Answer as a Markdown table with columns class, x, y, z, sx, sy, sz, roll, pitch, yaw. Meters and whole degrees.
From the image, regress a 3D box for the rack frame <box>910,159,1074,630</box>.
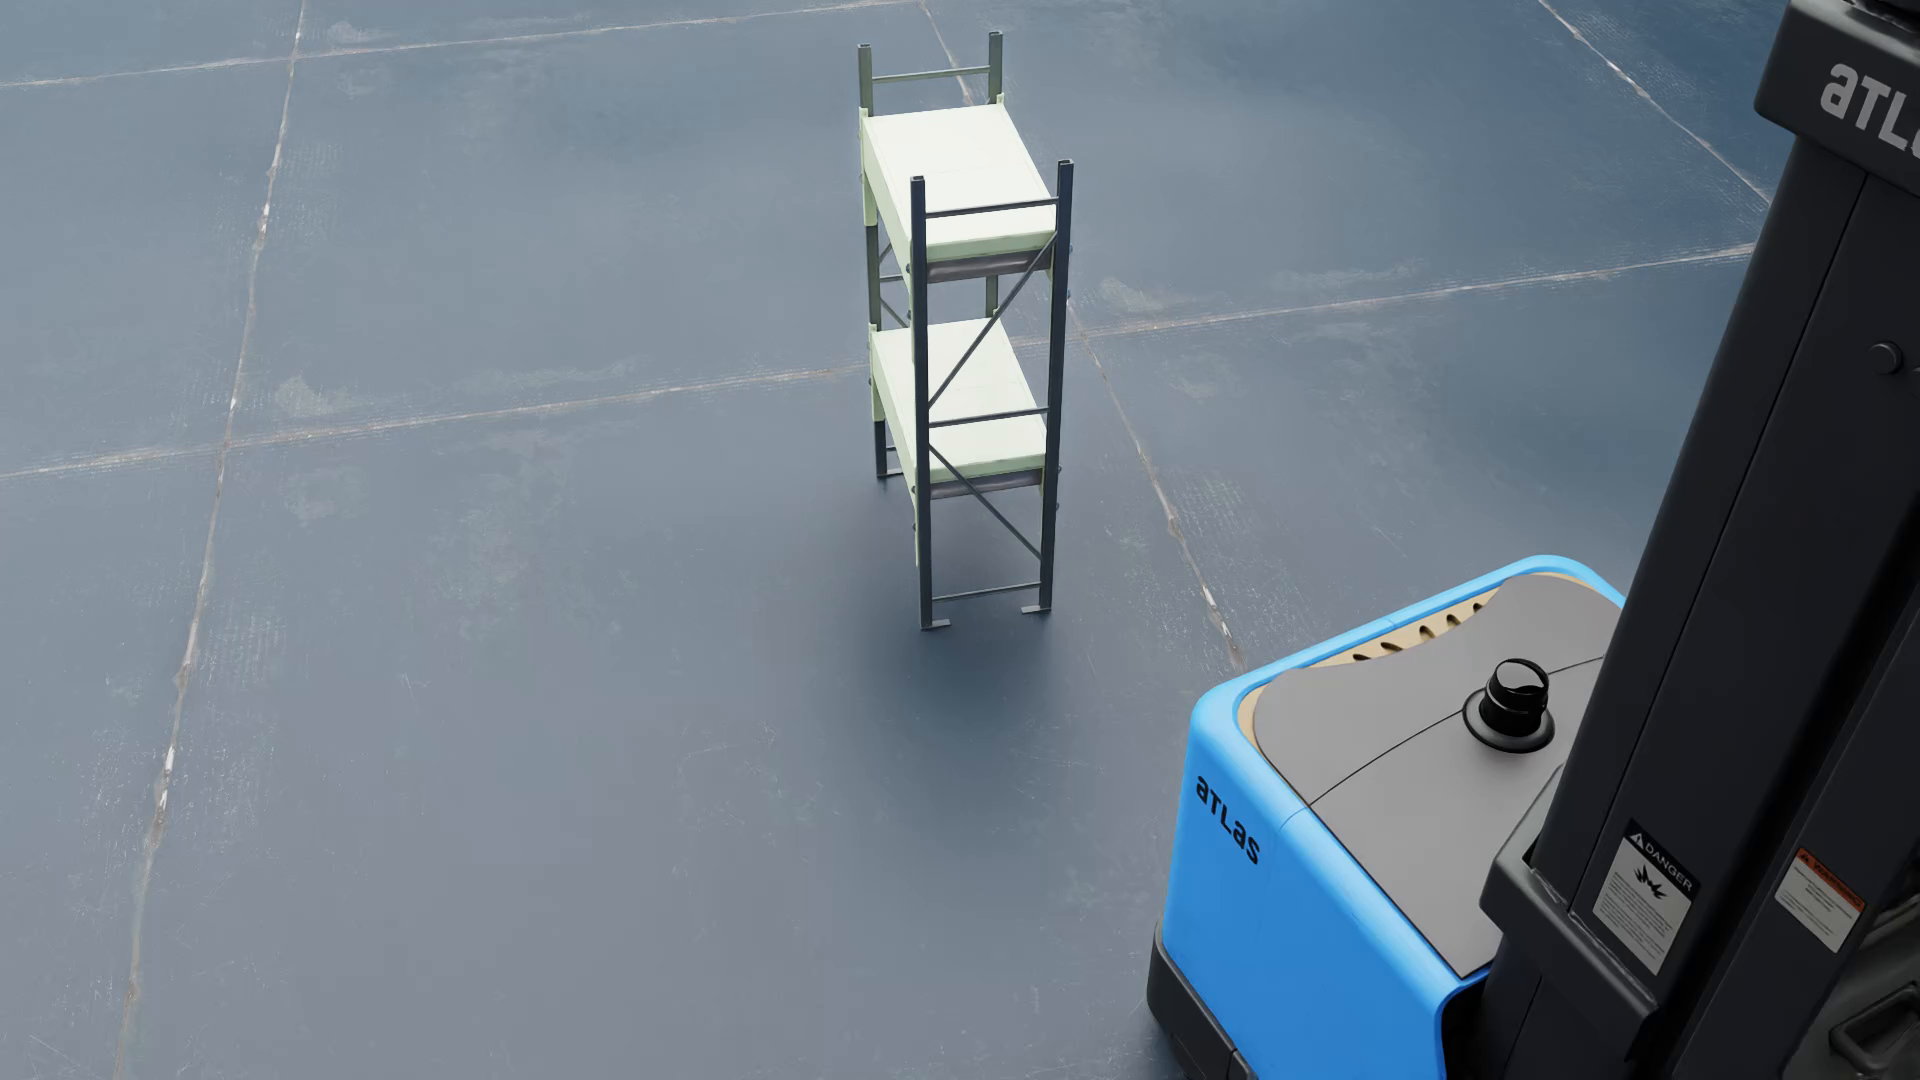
| class | x | y | z | sx | sy | sz | roll | pitch | yaw |
| --- | --- | --- | --- | --- | --- | --- | --- | --- | --- |
| rack frame | 0.078 | -0.328 | 4.490 | 0.400 | 1.500 | 0.023 | -8 | 42 | -9 |

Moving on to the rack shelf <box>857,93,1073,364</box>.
| class | x | y | z | sx | sy | sz | roll | pitch | yaw |
| --- | --- | --- | --- | --- | --- | --- | --- | --- | --- |
| rack shelf | -0.001 | -0.857 | 4.498 | 0.431 | 0.370 | 0.720 | -8 | 42 | -9 |

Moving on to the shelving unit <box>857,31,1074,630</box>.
| class | x | y | z | sx | sy | sz | roll | pitch | yaw |
| --- | --- | --- | --- | --- | --- | --- | --- | --- | --- |
| shelving unit | -0.001 | -0.565 | 4.757 | 0.431 | 1.500 | 0.755 | -8 | 42 | -9 |

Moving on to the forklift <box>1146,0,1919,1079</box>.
| class | x | y | z | sx | sy | sz | roll | pitch | yaw |
| --- | --- | --- | --- | --- | --- | --- | --- | --- | --- |
| forklift | 1.578 | 0.731 | 2.219 | 1.130 | 2.935 | 3.031 | -19 | 45 | -21 |

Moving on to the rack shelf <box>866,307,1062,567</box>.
| class | x | y | z | sx | sy | sz | roll | pitch | yaw |
| --- | --- | --- | --- | --- | --- | --- | --- | --- | --- |
| rack shelf | -0.001 | -0.321 | 4.973 | 0.431 | 0.370 | 0.720 | -8 | 42 | -9 |

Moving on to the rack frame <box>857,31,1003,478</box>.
| class | x | y | z | sx | sy | sz | roll | pitch | yaw |
| --- | --- | --- | --- | --- | --- | --- | --- | --- | --- |
| rack frame | -0.080 | -0.802 | 5.024 | 0.400 | 1.500 | 0.023 | -8 | 42 | -9 |
